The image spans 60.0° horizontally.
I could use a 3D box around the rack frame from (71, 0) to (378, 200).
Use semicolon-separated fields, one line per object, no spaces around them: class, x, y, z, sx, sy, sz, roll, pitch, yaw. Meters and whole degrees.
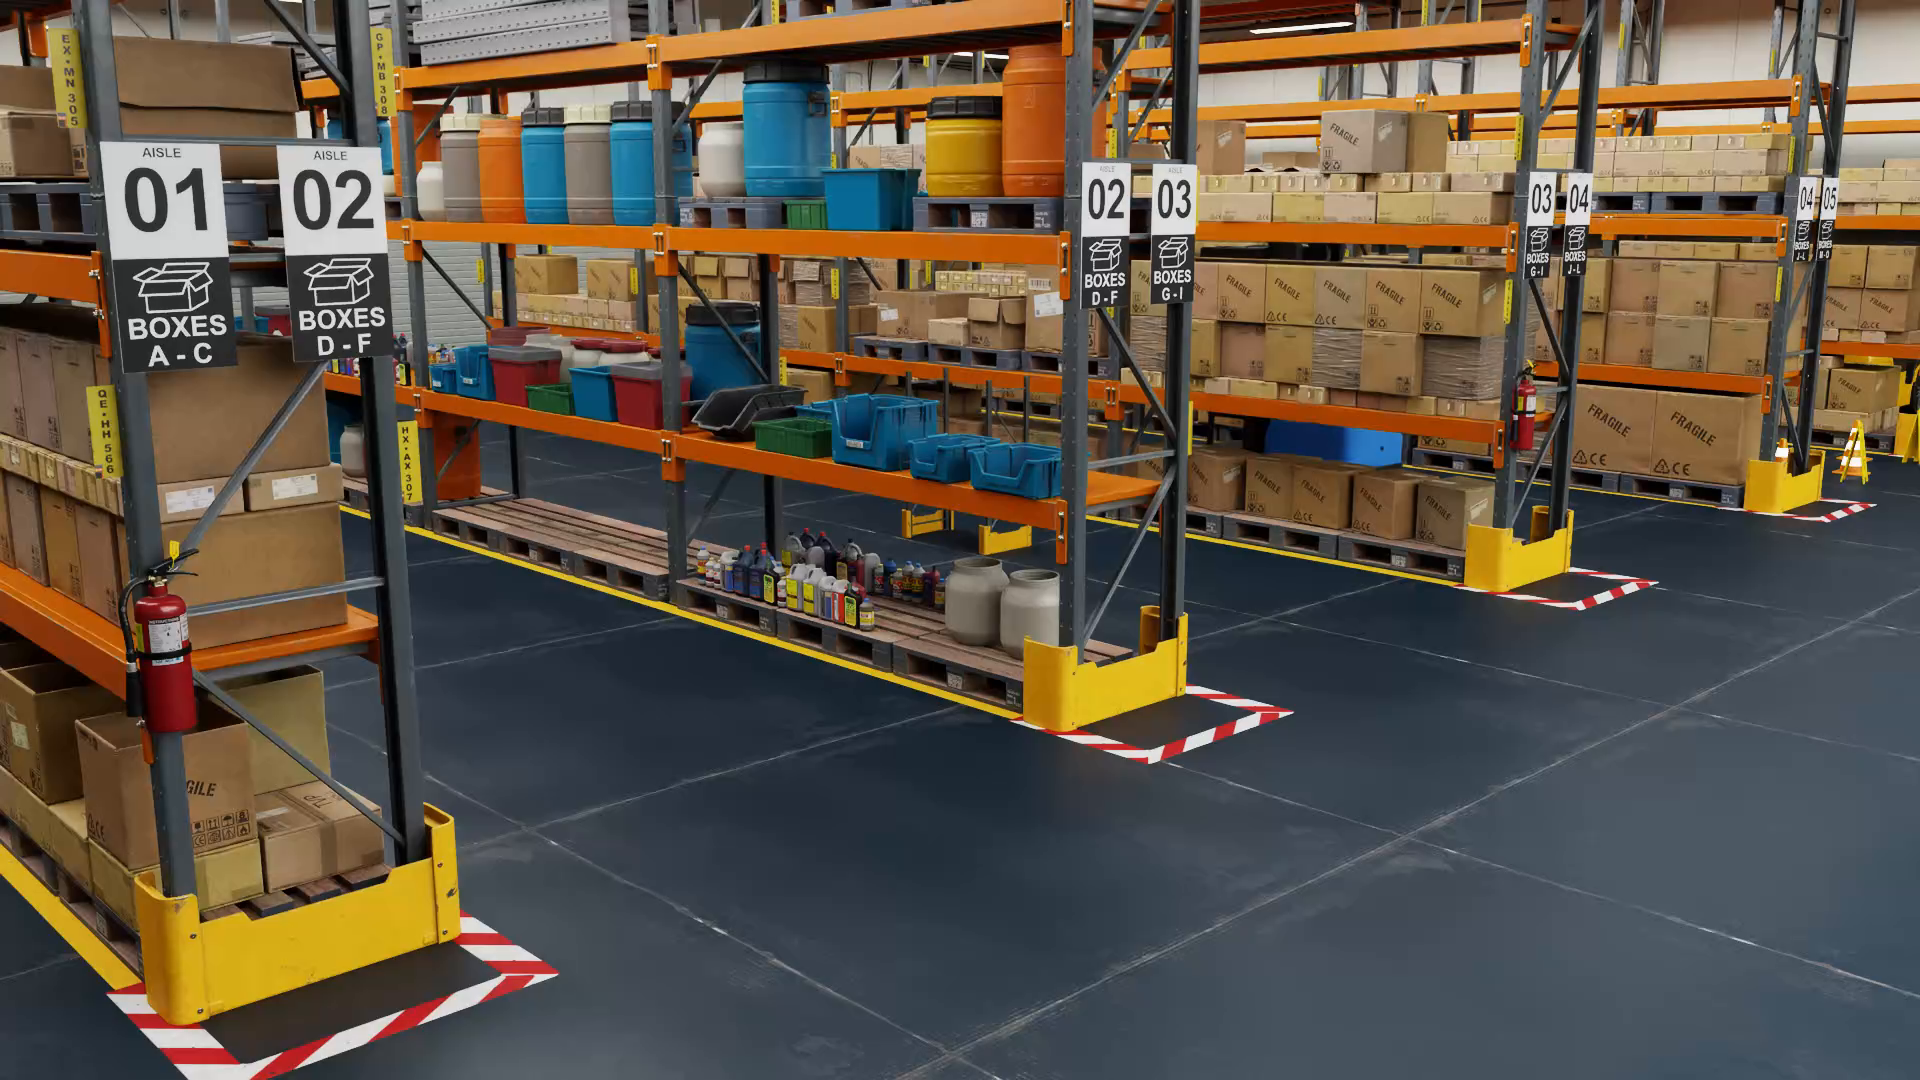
rack frame;-2.613;-2.710;5.765;1.000;3.000;0.127;-11;16;-43

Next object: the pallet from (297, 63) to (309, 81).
pallet;-6.722;-4.746;17.108;1.003;0.211;1.213;-11;16;-43

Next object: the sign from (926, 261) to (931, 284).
sign;-0.463;-3.927;24.392;0.100;0.325;0.005;-11;16;-43

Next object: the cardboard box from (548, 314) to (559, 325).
cardboard box;-5.426;-3.042;22.864;0.250;0.149;0.380;11;16;44

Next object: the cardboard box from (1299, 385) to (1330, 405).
cardboard box;3.096;-1.246;14.148;0.380;0.149;0.250;-11;16;-43

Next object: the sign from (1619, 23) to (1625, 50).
sign;8.562;-6.512;21.510;0.100;0.325;0.005;-11;16;-43

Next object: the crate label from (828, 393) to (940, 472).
crate label;-0.495;-0.710;10.836;0.502;0.435;0.616;-11;16;-43

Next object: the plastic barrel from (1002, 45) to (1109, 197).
plastic barrel;0.544;-2.400;9.588;0.600;0.830;0.708;-11;16;-43

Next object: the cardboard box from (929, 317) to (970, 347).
cardboard box;0.020;-2.175;17.365;0.500;0.250;0.500;11;16;44

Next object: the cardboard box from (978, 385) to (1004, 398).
cardboard box;0.609;-2.339;23.986;0.500;0.500;0.500;-10;15;-40

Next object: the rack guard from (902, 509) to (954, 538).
rack guard;-0.291;-0.184;15.185;0.587;0.250;0.087;-11;16;-43

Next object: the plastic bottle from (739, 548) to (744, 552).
plastic bottle;-1.568;0.206;12.121;0.061;0.283;0.133;-11;16;-43

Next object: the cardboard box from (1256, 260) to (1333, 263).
cardboard box;2.992;-2.247;14.920;0.500;0.500;0.500;-11;16;-43

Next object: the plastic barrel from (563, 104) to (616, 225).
plastic barrel;-2.751;-2.899;12.875;0.600;0.901;0.600;0;12;0

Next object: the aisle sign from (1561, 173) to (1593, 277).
aisle sign;4.814;-2.458;12.965;0.394;0.787;0.004;-11;16;-43

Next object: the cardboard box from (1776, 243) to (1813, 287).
cardboard box;10.440;-3.396;20.500;0.700;0.500;0.500;-11;16;-43

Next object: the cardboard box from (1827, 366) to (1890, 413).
cardboard box;10.979;-1.840;20.322;0.500;0.500;0.500;-11;16;-42

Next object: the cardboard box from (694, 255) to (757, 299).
cardboard box;-2.820;-3.250;20.517;0.797;0.503;0.637;-11;16;-42

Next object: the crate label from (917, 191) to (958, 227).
crate label;-0.082;-2.177;10.980;0.502;0.251;0.408;-11;16;-43

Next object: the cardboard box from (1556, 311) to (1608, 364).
cardboard box;6.835;-2.198;17.773;0.875;0.550;0.500;-11;16;-43

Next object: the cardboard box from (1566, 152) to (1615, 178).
cardboard box;6.632;-3.877;17.208;0.500;0.250;0.500;-11;16;-42

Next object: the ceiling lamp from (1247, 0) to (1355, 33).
ceiling lamp;6.011;-10.345;28.357;0.800;3.185;2.000;-11;16;-43

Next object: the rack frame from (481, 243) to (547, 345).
rack frame;-6.495;-3.487;24.402;1.000;3.000;0.127;-11;16;-43

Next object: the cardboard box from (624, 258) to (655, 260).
cardboard box;-4.213;-3.521;22.345;0.500;0.500;0.500;-11;16;-43

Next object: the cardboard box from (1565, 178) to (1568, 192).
cardboard box;6.505;-3.690;17.290;0.380;0.149;0.250;-11;16;-42

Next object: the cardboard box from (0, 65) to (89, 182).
cardboard box;-4.330;-1.892;7.583;0.797;0.503;0.637;-9;15;-36

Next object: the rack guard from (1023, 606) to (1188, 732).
rack guard;0.885;0.758;9.993;1.175;0.500;0.348;-11;16;-43

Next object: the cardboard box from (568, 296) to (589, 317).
cardboard box;-4.940;-3.153;22.416;0.500;0.250;0.500;-10;16;-41

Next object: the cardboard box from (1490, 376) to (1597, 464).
cardboard box;6.458;-1.344;18.228;0.875;0.875;0.875;-11;16;-42

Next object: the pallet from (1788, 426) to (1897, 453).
pallet;11.133;-1.302;20.706;1.003;0.211;1.213;-11;16;-43

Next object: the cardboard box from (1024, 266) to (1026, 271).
cardboard box;1.504;-4.660;29.849;0.500;0.500;0.500;-11;16;-43

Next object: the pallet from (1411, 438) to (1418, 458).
pallet;4.861;-1.148;19.962;1.003;0.211;1.213;-11;16;-43

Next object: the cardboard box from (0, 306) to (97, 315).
cardboard box;-4.715;-0.903;8.396;0.700;0.500;0.500;-11;16;-43

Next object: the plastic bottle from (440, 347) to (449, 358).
plastic bottle;-5.042;-1.754;16.311;0.097;0.271;0.097;0;12;0

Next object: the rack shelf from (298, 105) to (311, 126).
rack shelf;-8.697;-4.895;19.143;1.077;0.370;4.000;-11;16;-43

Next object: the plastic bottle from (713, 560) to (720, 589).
plastic bottle;-1.747;0.247;12.124;0.097;0.201;0.097;0;12;0

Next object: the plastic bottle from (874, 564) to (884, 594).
plastic bottle;-0.571;0.276;11.981;0.097;0.201;0.097;0;12;0

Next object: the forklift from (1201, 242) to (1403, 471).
forklift;3.235;-2.095;17.818;1.130;2.935;3.031;-11;16;-42

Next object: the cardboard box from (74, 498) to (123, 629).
cardboard box;-3.293;0.033;7.069;0.700;0.500;0.500;-10;16;-41

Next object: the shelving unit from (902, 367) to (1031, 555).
shelving unit;0.053;-0.723;14.706;0.587;1.500;1.083;-11;16;-43

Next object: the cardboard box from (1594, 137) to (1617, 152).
cardboard box;6.680;-4.044;17.031;0.380;0.149;0.250;-11;16;-42

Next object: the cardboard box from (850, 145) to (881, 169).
cardboard box;-0.832;-3.978;17.865;0.500;0.500;0.500;-11;16;-42

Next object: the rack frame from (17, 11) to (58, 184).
rack frame;-5.376;-3.294;8.599;1.000;3.000;0.127;-11;16;-43

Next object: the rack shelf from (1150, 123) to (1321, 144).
rack shelf;4.815;-6.382;26.363;1.077;0.370;4.000;-11;16;-43

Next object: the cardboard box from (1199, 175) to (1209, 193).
cardboard box;2.199;-3.164;14.786;0.380;0.149;0.250;-11;16;-42

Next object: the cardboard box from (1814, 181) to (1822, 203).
cardboard box;10.465;-4.260;20.355;0.500;0.250;0.500;-10;16;-41

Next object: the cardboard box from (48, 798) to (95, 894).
cardboard box;-3.551;1.261;7.132;0.500;0.250;0.500;-11;16;-43

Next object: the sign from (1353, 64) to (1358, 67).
sign;5.798;-7.096;24.345;0.100;0.325;0.005;-11;16;-43

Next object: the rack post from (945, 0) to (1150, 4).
rack post;0.542;-3.283;9.785;0.937;0.300;0.954;-9;15;-37

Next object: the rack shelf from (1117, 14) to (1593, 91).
rack shelf;3.173;-4.028;13.953;1.077;0.370;4.000;-11;16;-43

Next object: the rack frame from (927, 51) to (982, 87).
rack frame;-0.076;-6.518;24.247;1.000;3.000;0.127;-11;16;-43

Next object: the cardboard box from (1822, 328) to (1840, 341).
cardboard box;10.692;-2.530;20.379;0.380;0.149;0.250;-11;16;-42

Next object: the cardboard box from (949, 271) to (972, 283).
cardboard box;0.060;-3.792;23.992;0.380;0.149;0.250;-10;16;-41

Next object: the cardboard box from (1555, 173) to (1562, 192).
cardboard box;4.531;-2.815;13.092;0.380;0.149;0.250;-11;16;-43

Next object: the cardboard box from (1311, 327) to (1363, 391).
cardboard box;3.448;-1.566;14.093;0.875;0.500;0.500;-11;16;-43

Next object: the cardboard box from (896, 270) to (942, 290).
cardboard box;-0.614;-3.805;24.964;0.500;0.500;0.500;-11;16;-42
